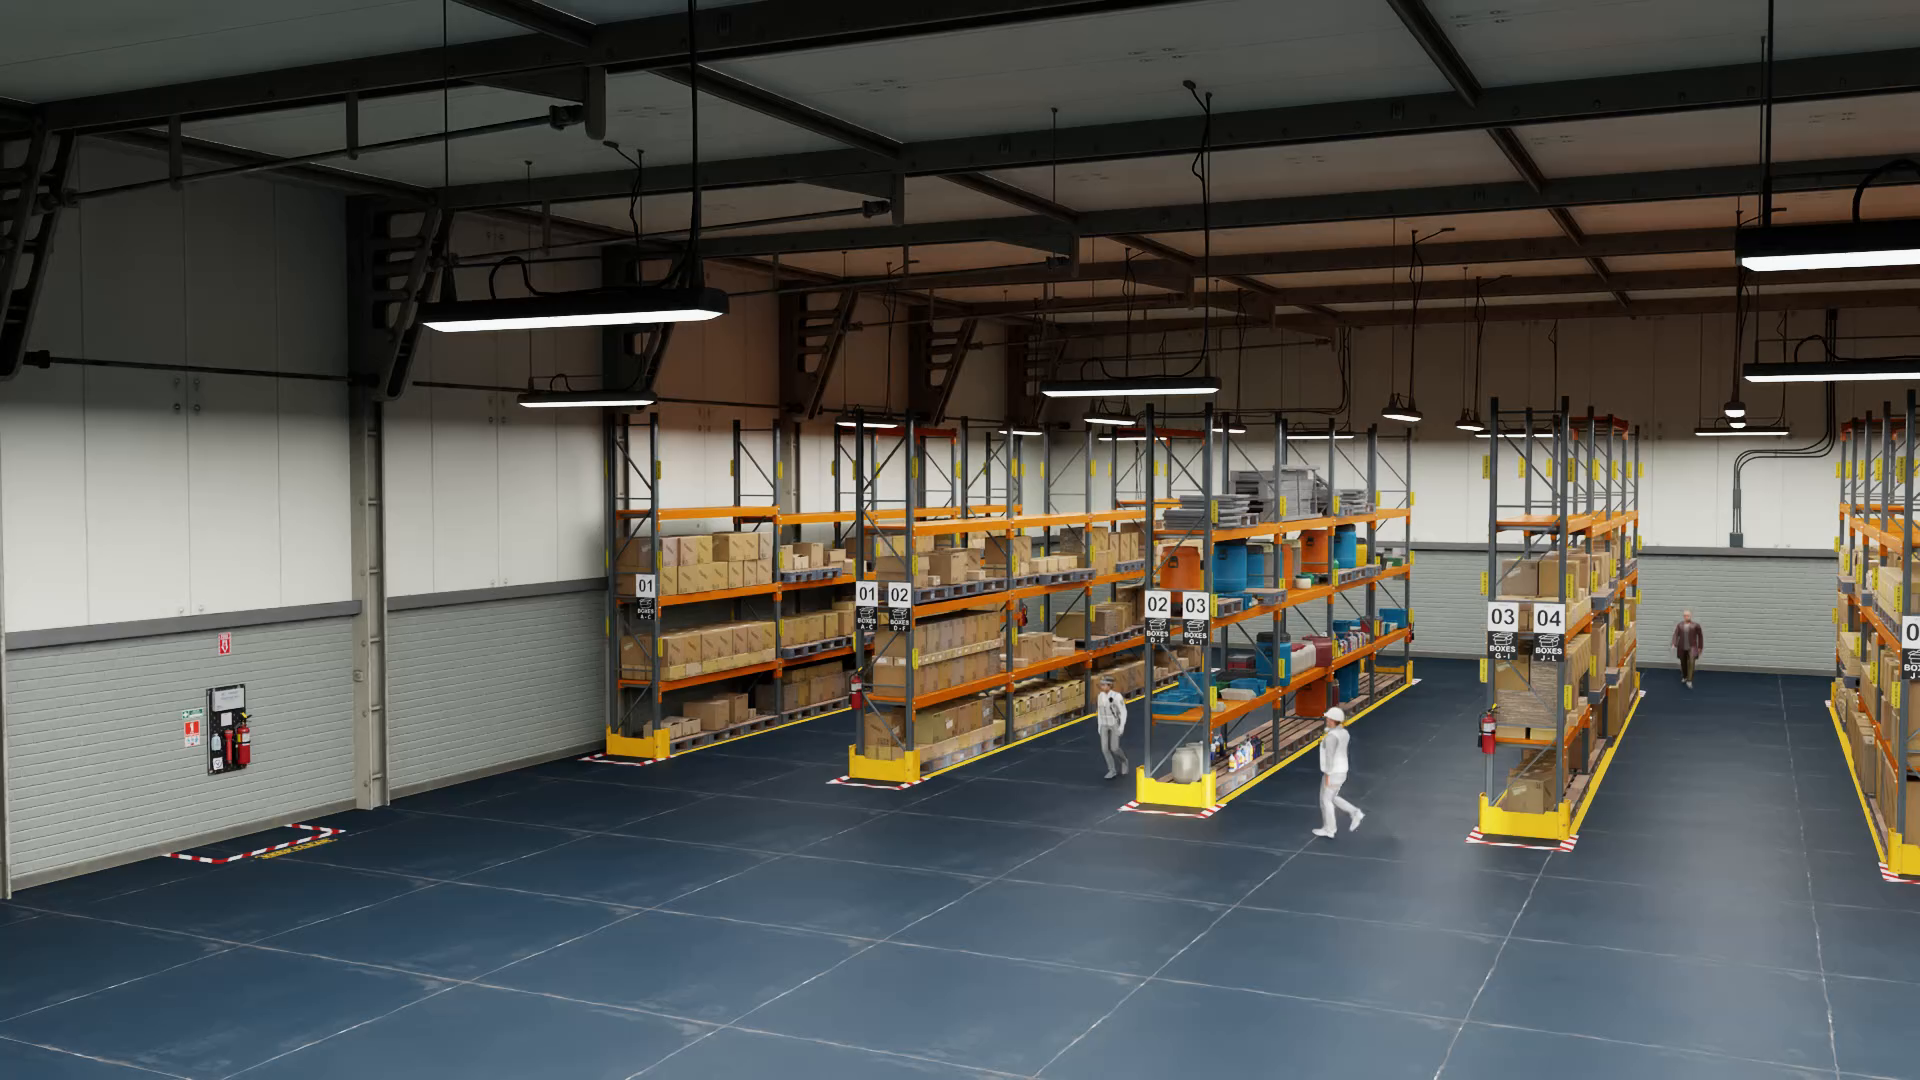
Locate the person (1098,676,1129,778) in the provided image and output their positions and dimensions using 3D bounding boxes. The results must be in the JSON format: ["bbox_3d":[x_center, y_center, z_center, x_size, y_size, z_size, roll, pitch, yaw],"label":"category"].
[{"bbox_3d":[2.501,3.037,27.164,0.567,1.659,0.501,2,3,37],"label":"person"}]

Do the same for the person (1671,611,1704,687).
[{"bbox_3d":[16.821,2.499,38.460,0.681,1.713,1.141,1,3,27],"label":"person"}]

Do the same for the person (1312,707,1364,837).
[{"bbox_3d":[5.136,3.154,22.605,0.664,1.762,0.538,1,3,25],"label":"person"}]
